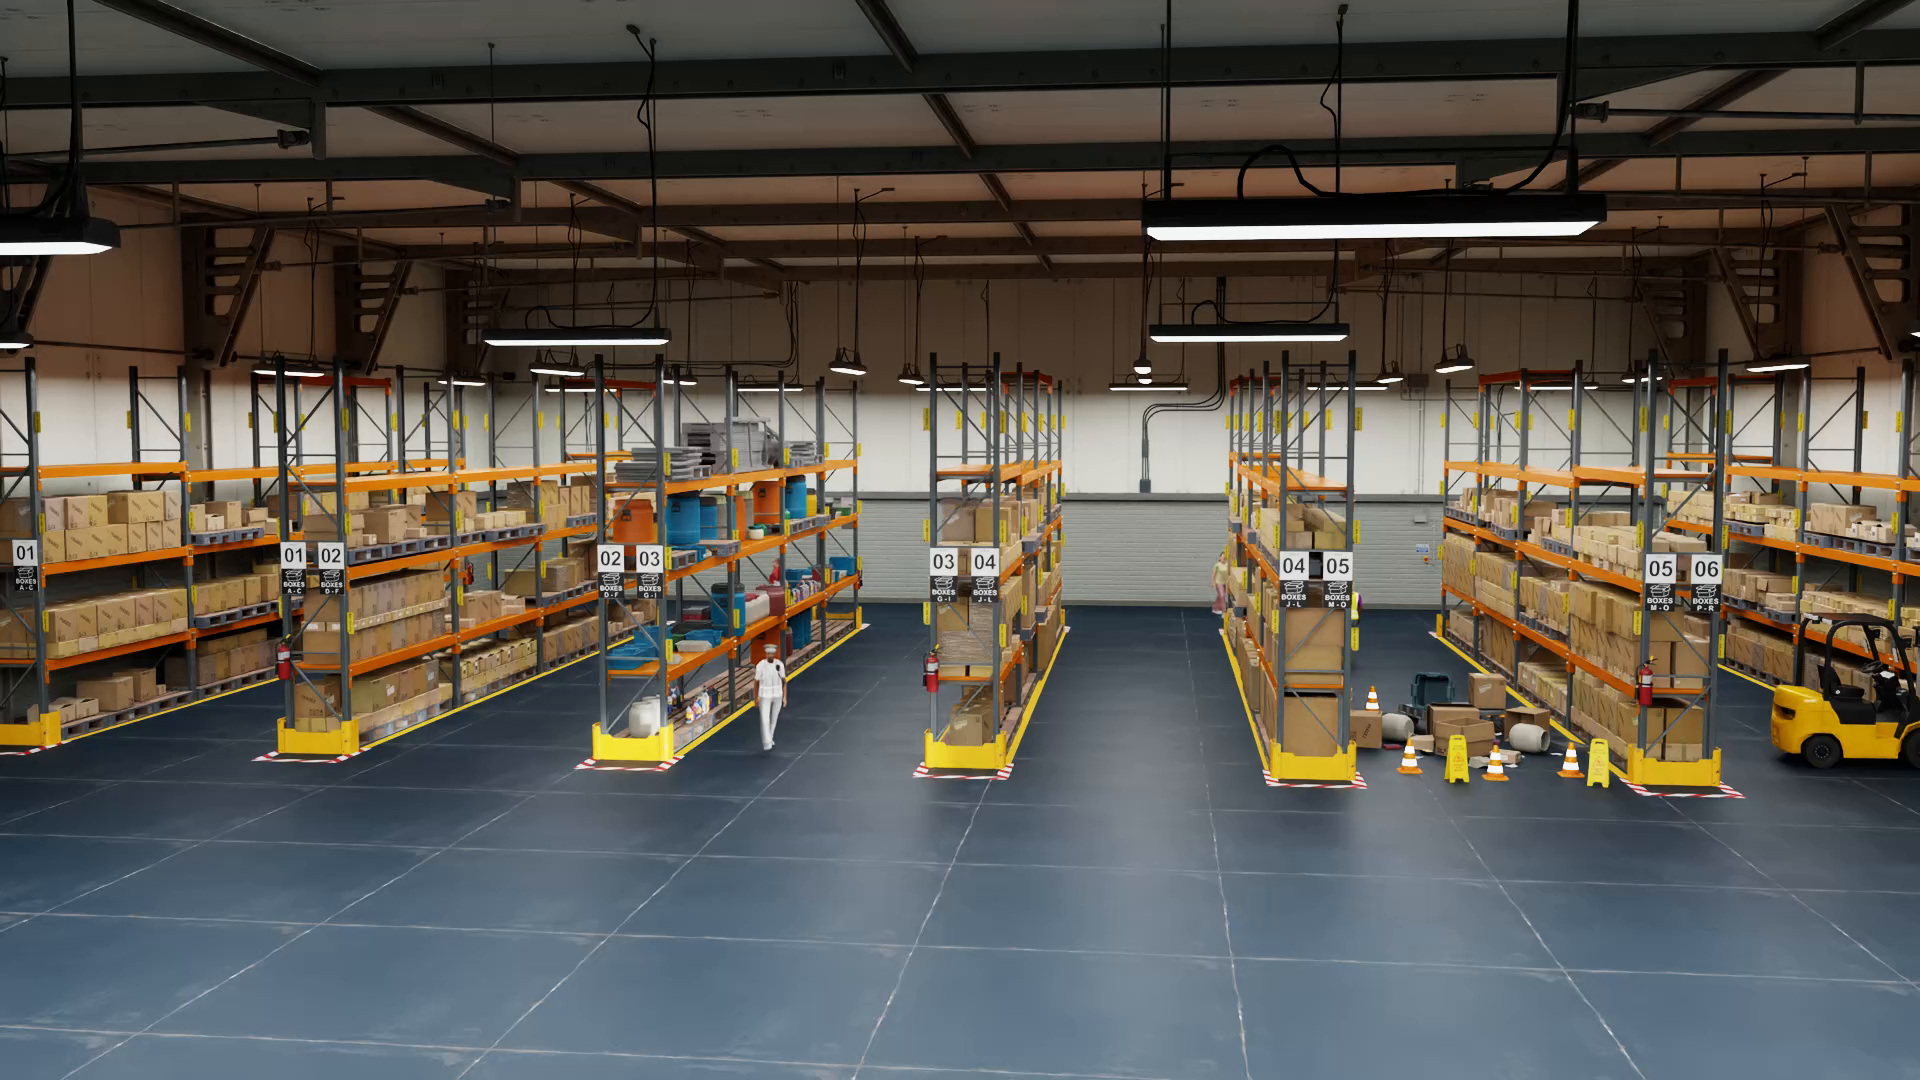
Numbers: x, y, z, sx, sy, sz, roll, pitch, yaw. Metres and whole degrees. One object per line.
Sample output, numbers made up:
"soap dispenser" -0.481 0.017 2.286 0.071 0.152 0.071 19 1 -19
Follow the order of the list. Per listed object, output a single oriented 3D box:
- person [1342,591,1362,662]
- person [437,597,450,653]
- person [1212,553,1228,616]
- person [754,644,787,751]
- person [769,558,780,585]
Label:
"person" 8.126 1.683 34.785 0.649 1.741 0.649 -1 4 -17
"person" -10.641 1.763 34.045 0.660 1.666 0.700 1 4 15
"person" 6.785 1.147 42.907 0.455 1.656 0.933 -2 5 -26
"person" -2.873 2.382 25.269 0.491 1.617 1.051 -2 4 -23
"person" -4.411 1.323 40.185 0.626 1.775 0.579 2 5 27
